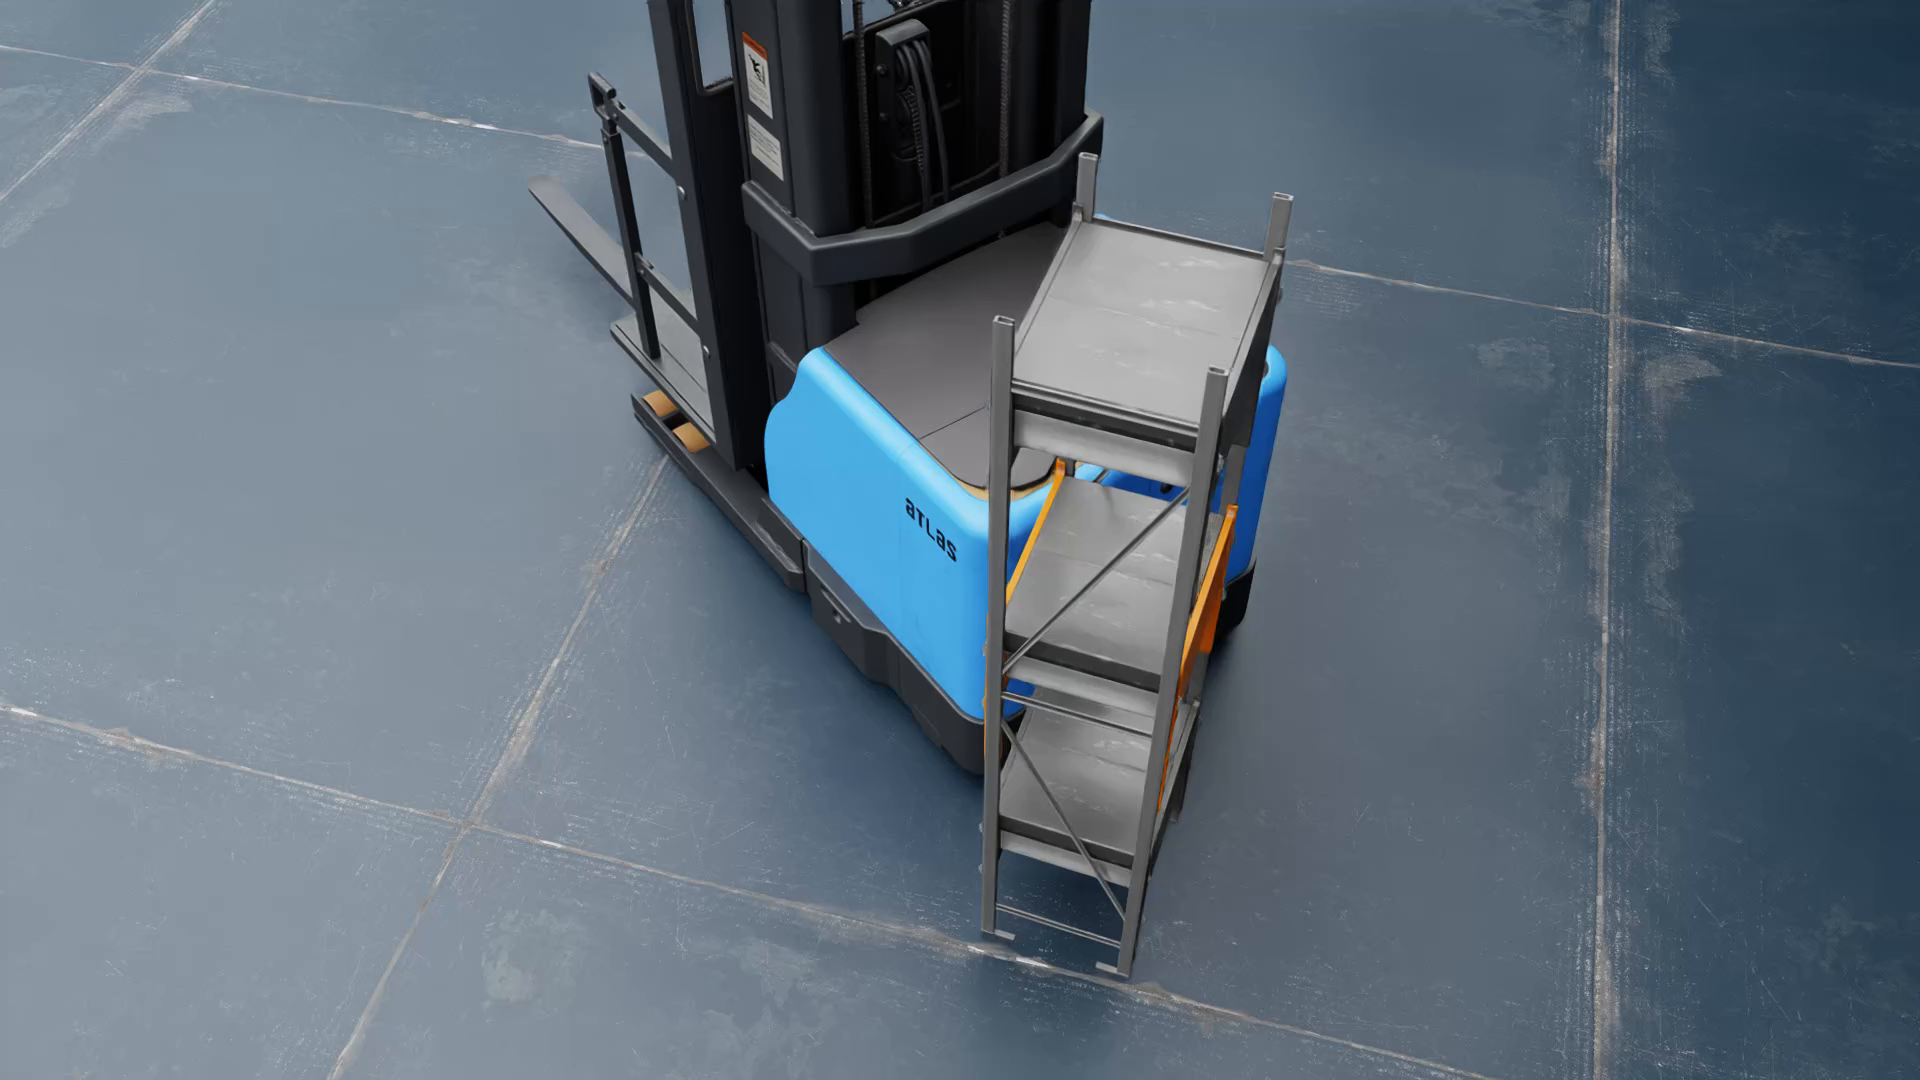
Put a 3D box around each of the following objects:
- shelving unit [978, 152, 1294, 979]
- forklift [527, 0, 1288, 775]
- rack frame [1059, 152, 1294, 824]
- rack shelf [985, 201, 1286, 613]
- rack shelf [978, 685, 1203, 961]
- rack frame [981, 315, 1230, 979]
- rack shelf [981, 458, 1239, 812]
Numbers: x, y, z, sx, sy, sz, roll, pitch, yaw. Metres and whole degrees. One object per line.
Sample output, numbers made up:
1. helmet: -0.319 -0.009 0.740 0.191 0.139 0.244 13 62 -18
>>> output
1. shelving unit: 0.328 0.202 3.671 0.431 2.100 0.503 15 50 13
2. forklift: -0.425 -1.388 4.520 1.130 2.935 3.031 -29 55 -23
3. rack frame: 0.411 0.030 3.823 0.400 2.100 0.015 15 50 13
4. rack shelf: 0.328 -0.252 3.157 0.431 0.518 0.480 15 50 13
5. rack shelf: 0.328 0.674 4.206 0.431 0.518 0.480 15 50 13
6. rack frame: 0.246 0.374 3.519 0.400 2.100 0.015 15 50 13
7. rack shelf: 0.328 0.211 3.682 0.431 0.518 0.480 15 50 13
